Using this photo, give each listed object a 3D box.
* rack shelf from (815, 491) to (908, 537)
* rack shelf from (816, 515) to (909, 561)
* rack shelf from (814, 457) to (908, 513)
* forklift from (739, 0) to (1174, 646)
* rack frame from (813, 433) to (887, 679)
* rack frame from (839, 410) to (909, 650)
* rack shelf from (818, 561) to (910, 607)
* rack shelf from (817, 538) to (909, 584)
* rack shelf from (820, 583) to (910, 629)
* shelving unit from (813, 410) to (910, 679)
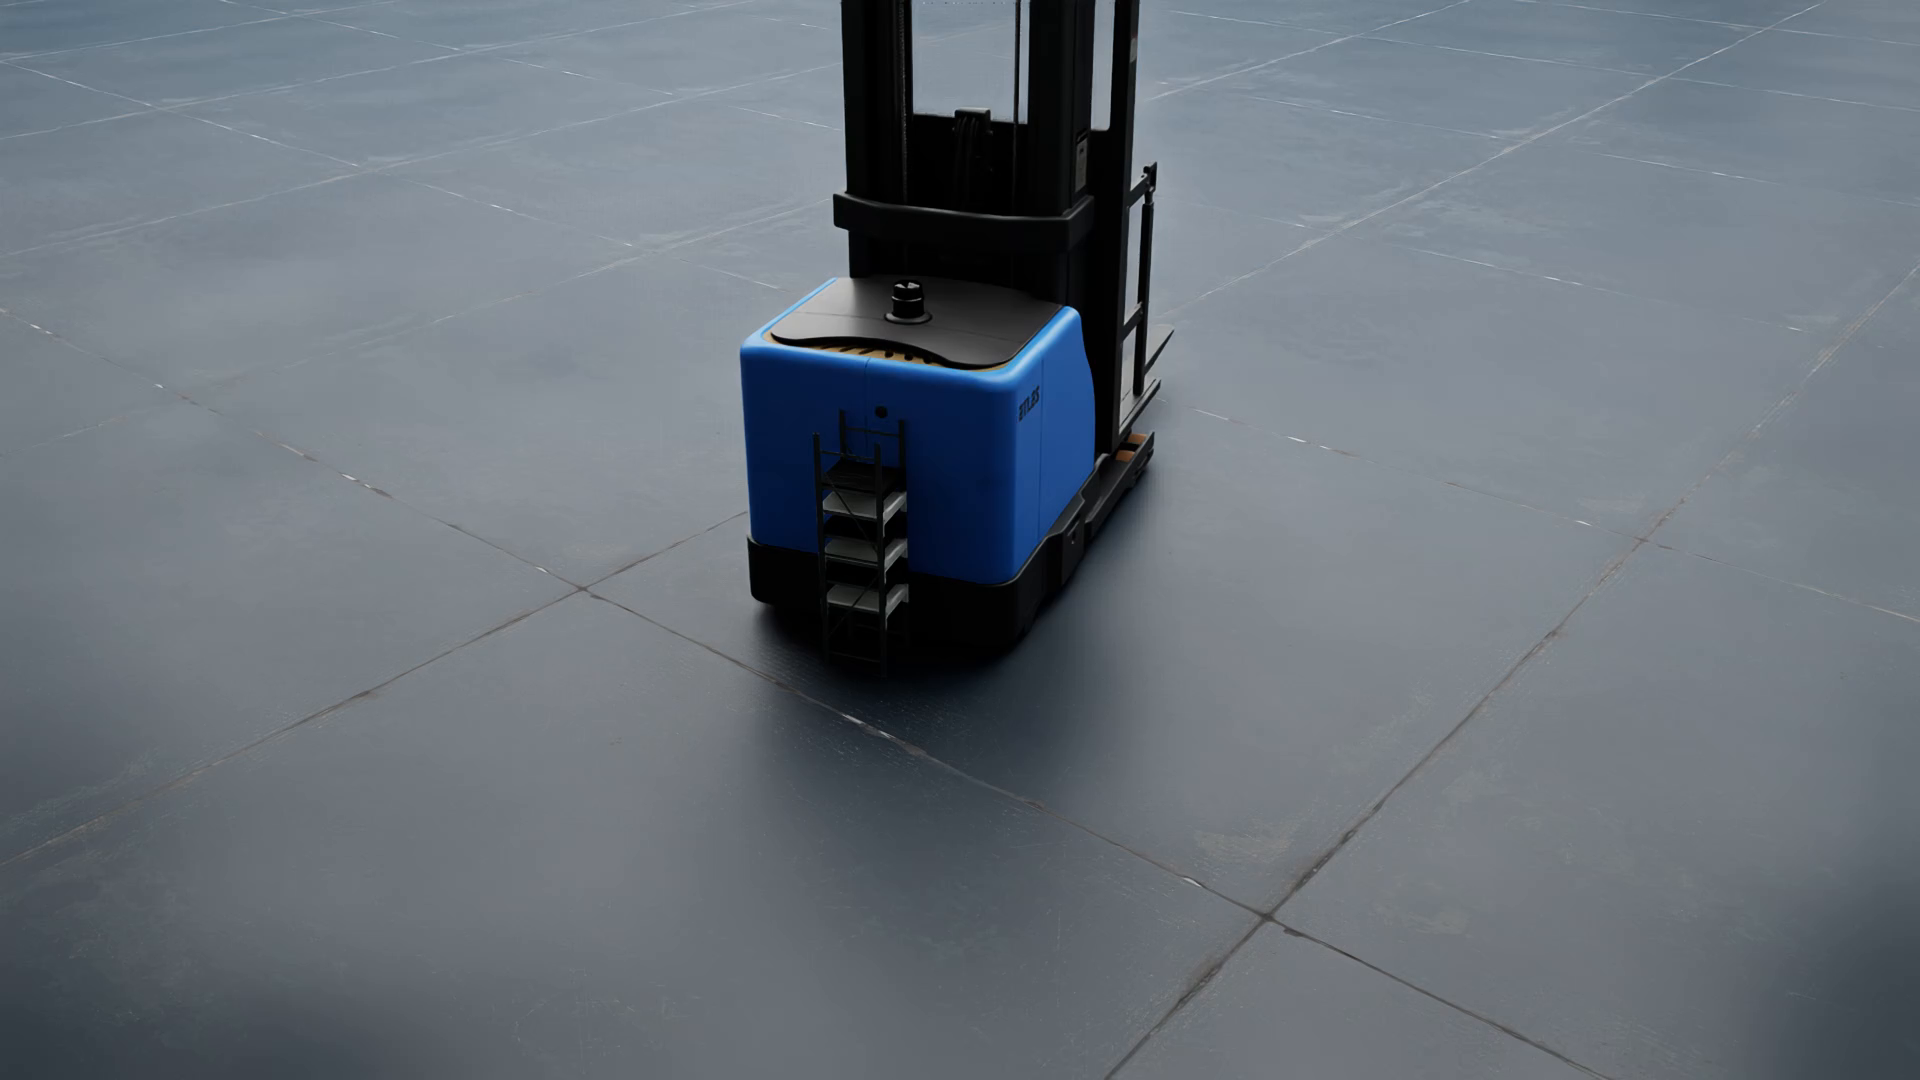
[{"bbox_3d":[-0.333,-0.108,5.658,0.258,0.077,0.200,10,30,18],"label":"rack shelf"},{"bbox_3d":[-0.333,-0.029,5.700,0.258,0.077,0.200,10,30,18],"label":"rack shelf"},{"bbox_3d":[-0.333,-0.188,5.616,0.258,0.077,0.200,10,30,18],"label":"rack shelf"},{"bbox_3d":[0.216,-1.585,6.624,1.130,2.935,3.031,10,29,18],"label":"forklift"},{"bbox_3d":[-0.369,0.066,5.643,0.240,0.900,0.006,10,30,18],"label":"rack frame"},{"bbox_3d":[-0.297,-0.023,5.811,0.240,0.900,0.006,10,30,18],"label":"rack frame"},{"bbox_3d":[-0.332,0.131,5.784,0.258,0.077,0.200,10,30,18],"label":"rack shelf"},{"bbox_3d":[-0.333,0.051,5.742,0.258,0.077,0.200,10,30,18],"label":"rack shelf"},{"bbox_3d":[-0.332,0.210,5.827,0.258,0.077,0.200,10,30,18],"label":"rack shelf"},{"bbox_3d":[-0.333,0.022,5.727,0.258,0.900,0.210,10,30,18],"label":"shelving unit"}]
